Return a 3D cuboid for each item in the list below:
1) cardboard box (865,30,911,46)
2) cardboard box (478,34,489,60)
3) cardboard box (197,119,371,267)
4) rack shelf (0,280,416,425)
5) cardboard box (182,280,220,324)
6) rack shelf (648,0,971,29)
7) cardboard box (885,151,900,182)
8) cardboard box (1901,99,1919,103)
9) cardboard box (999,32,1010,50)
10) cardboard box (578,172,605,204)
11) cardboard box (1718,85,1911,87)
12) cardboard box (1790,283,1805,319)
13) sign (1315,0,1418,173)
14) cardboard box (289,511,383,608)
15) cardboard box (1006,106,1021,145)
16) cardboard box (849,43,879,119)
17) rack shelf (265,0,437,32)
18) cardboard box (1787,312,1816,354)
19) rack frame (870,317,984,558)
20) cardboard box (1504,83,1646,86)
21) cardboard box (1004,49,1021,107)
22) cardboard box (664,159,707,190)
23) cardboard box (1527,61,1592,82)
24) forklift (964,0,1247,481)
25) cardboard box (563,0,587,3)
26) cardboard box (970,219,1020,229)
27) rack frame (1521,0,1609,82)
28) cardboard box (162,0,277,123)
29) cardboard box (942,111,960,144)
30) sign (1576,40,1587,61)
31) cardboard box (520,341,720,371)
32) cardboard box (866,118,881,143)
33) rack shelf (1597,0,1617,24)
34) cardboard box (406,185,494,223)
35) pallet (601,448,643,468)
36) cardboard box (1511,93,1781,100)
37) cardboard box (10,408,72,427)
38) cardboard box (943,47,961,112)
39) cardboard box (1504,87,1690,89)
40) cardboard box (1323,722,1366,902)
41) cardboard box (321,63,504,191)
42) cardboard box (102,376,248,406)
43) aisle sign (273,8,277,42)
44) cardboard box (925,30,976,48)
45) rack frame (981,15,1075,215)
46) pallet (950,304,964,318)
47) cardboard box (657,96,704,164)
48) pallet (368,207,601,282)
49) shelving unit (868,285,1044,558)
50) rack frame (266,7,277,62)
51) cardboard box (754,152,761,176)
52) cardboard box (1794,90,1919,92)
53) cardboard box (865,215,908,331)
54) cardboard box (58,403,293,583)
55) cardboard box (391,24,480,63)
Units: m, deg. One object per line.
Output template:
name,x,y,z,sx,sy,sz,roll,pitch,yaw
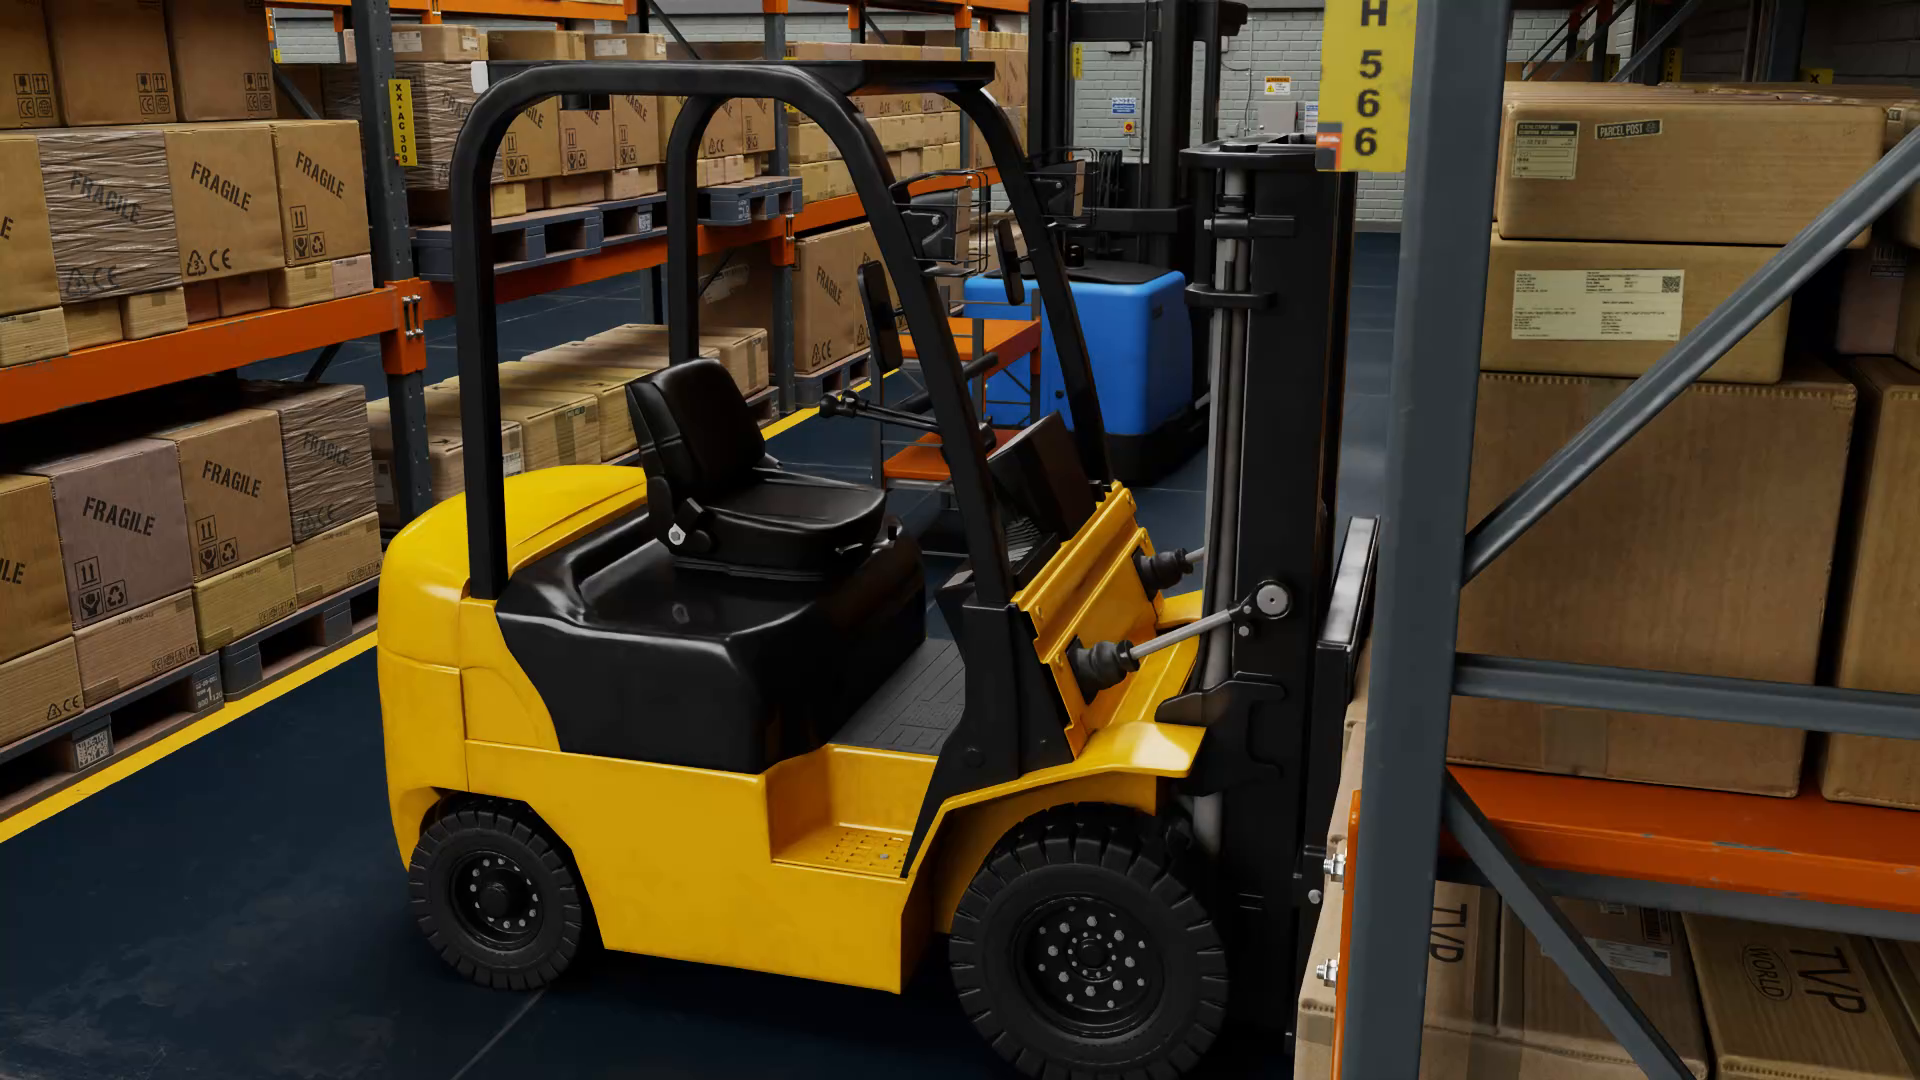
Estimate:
cardboard box,-0.637,-4.286,14.240,0.380,0.149,0.250,4,16,15
cardboard box,-4.700,-4.605,16.009,0.500,0.500,0.500,4,16,14
cardboard box,-2.581,-1.303,6.196,0.500,0.500,0.500,4,16,14
rack shelf,-3.262,-0.378,4.982,1.077,0.370,4.000,5,16,16
cardboard box,-2.790,-0.826,5.706,0.380,0.149,0.250,4,16,15
rack shelf,-0.988,-3.914,11.951,1.077,0.370,4.000,5,16,16
cardboard box,-0.756,-2.732,12.238,0.500,0.250,0.500,5,16,16
cardboard box,1.366,-0.456,2.022,0.380,0.149,0.250,5,17,18
cardboard box,0.241,-4.509,15.027,0.380,0.149,0.250,4,16,14
cardboard box,-1.961,-1.721,8.092,0.380,0.149,0.250,5,17,16
cardboard box,1.988,-0.990,3.905,0.380,0.149,0.250,4,16,15
cardboard box,1.363,-0.381,2.302,0.380,0.149,0.250,4,16,15
sign,0.414,-0.533,1.656,0.100,0.325,0.005,5,16,16
cardboard box,-2.604,0.049,6.427,0.500,0.250,0.500,5,17,18
cardboard box,0.259,-3.751,15.375,0.500,0.500,0.500,5,17,16
cardboard box,-0.888,-3.197,11.589,0.500,0.500,0.500,5,17,17
rack shelf,-5.763,-4.271,13.212,1.077,0.370,4.000,5,16,16
cardboard box,1.464,-0.111,2.539,0.500,0.500,0.500,5,17,18
rack frame,-0.143,-0.410,7.213,0.500,1.125,0.032,5,16,16
cardboard box,1.640,-1.163,4.516,0.380,0.149,0.250,4,16,15
cardboard box,0.254,-4.240,15.264,0.500,0.500,0.500,5,17,17
cardboard box,-1.604,-1.987,9.029,0.380,0.149,0.250,5,17,17
cardboard box,5.019,-3.757,13.932,0.500,0.500,0.500,4,16,14
forklift,1.017,-2.079,9.789,1.130,2.935,3.031,6,17,21
cardboard box,-4.225,-5.712,17.250,0.500,0.250,0.500,5,17,18
cardboard box,0.373,-2.935,16.607,0.875,0.438,0.875,5,17,17
rack frame,4.340,-2.956,12.754,1.000,3.000,0.127,5,16,16
cardboard box,-3.026,-1.821,6.191,0.700,0.500,0.500,4,16,15
cardboard box,-0.312,-3.374,13.586,0.500,0.250,0.500,5,16,16
sign,6.003,-4.663,16.072,0.100,0.325,0.005,5,16,16
cardboard box,-1.929,-0.890,9.518,0.950,0.372,0.625,4,16,15
cardboard box,-0.874,-2.840,11.703,0.500,0.250,0.500,5,16,16
rack shelf,3.772,-3.530,10.598,1.077,0.370,4.000,5,16,16
cardboard box,-2.233,-1.448,7.129,0.380,0.149,0.250,5,17,17
pallet,-2.129,-0.429,8.956,1.003,0.211,1.213,5,16,16
cardboard box,1.061,-0.627,2.624,0.380,0.149,0.250,5,17,16
cardboard box,-3.357,-0.503,5.812,0.380,0.149,0.250,5,17,18
cardboard box,-0.306,-3.733,13.477,0.500,0.500,0.500,5,17,18
cardboard box,1.348,-0.896,3.574,0.380,0.149,0.250,5,16,16
cardboard box,0.901,0.545,2.849,0.500,0.250,0.500,5,17,17
cardboard box,-2.285,-1.741,6.971,0.500,0.500,0.500,5,17,17
cardboard box,-3.120,-0.353,6.473,0.500,0.500,0.500,5,17,19
aisle sign,-8.476,-6.401,20.136,0.394,0.787,0.004,5,16,16
cardboard box,-0.081,-4.244,14.089,0.380,0.149,0.250,4,16,15
rack frame,0.717,-4.386,17.797,1.000,3.000,0.127,5,16,16
pallet,-0.567,-1.791,13.756,1.003,0.211,1.213,5,16,16
cardboard box,-1.698,-2.278,8.865,0.500,0.500,0.500,3,16,12
pallet,-2.337,-1.343,7.420,1.003,0.211,1.213,5,16,16
shelving unit,0.002,-0.543,7.682,0.538,1.125,1.048,5,16,16
rack frame,-8.784,-5.155,20.506,1.000,3.000,0.127,5,16,16
cardboard box,-1.424,-2.271,10.028,0.380,0.149,0.250,5,17,18
cardboard box,1.703,-0.723,2.963,0.380,0.149,0.250,4,16,15
cardboard box,-0.769,-2.114,12.911,0.875,0.875,0.875,5,17,17
cardboard box,-2.747,-0.178,5.855,0.500,0.500,0.500,5,17,17
cardboard box,-2.221,-2.048,6.865,0.380,0.149,0.250,5,16,16
